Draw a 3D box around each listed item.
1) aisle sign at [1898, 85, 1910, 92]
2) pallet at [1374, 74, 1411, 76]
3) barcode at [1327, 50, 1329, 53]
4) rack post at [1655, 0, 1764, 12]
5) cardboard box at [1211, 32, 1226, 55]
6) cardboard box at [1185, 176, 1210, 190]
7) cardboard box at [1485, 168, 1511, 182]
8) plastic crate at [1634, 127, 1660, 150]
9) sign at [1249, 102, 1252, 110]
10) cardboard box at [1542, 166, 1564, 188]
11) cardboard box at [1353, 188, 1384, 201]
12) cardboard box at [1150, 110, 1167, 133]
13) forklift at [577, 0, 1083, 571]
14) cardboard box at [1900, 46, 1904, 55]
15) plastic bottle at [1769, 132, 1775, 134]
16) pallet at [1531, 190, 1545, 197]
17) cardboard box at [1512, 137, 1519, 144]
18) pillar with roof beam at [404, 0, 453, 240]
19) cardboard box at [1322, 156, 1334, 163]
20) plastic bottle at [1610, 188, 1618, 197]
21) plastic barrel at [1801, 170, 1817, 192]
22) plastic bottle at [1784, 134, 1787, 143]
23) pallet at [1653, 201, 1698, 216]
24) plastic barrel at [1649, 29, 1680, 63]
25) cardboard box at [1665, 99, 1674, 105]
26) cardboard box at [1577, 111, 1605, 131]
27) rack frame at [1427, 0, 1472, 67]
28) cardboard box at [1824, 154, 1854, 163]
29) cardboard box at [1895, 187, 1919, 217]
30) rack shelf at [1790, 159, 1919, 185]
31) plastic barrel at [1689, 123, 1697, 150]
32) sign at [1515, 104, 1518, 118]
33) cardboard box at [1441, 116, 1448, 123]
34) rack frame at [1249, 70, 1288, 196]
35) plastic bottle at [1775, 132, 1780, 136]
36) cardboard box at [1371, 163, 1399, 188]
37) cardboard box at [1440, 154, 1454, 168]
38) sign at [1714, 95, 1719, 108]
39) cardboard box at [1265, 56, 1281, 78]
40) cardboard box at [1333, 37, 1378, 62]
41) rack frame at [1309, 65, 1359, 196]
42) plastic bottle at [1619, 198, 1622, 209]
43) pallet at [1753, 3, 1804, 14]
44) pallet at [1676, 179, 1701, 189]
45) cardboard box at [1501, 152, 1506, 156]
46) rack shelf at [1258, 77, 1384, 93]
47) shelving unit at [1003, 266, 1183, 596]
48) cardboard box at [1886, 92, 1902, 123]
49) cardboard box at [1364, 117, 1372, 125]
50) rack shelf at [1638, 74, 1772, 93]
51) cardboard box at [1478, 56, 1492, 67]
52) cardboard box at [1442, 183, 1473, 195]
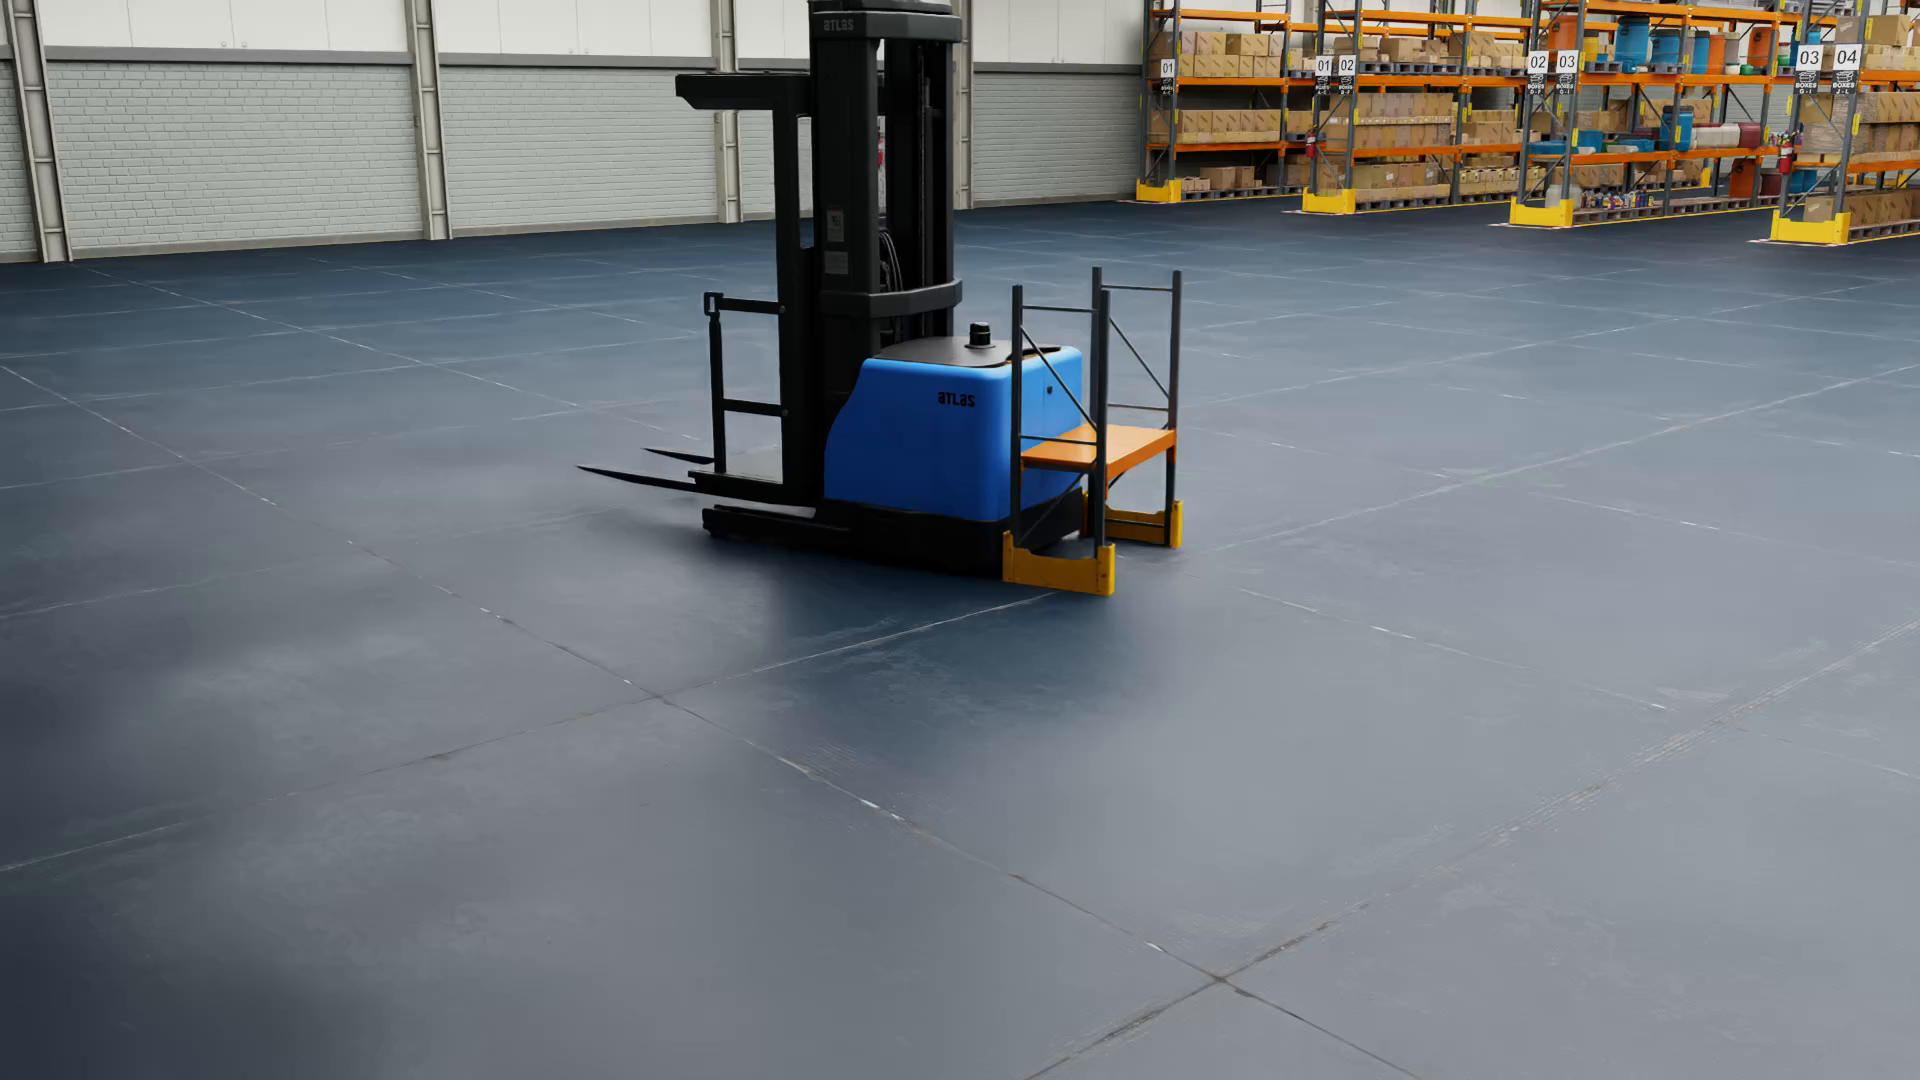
[{"bbox_3d":[23.426,-11.402,41.088,0.004,0.787,0.394,-13,19,-39],"label":"aisle sign"},{"bbox_3d":[11.092,-12.242,43.823,1.003,0.211,1.213,-12,19,-37],"label":"pallet"},{"bbox_3d":[7.771,-10.321,35.138,0.075,0.075,0.001,-13,19,-39],"label":"barcode"},{"bbox_3d":[15.556,-11.504,34.492,3.121,1.000,1.013,-13,19,-39],"label":"rack post"},{"bbox_3d":[5.847,-11.582,38.815,0.500,0.500,0.500,-12,19,-38],"label":"cardboard box"},{"bbox_3d":[5.617,-8.519,39.690,0.500,0.311,0.500,-11,18,-35],"label":"cardboard box"},{"bbox_3d":[12.512,-8.551,38.878,0.500,0.311,0.500,-12,19,-38],"label":"cardboard box"},{"bbox_3d":[14.291,-8.331,34.503,0.583,0.464,0.402,-13,19,-39],"label":"plastic crate"},{"bbox_3d":[7.256,-10.754,41.454,0.005,0.325,0.100,-13,19,-39],"label":"sign"},{"bbox_3d":[14.426,-8.827,40.476,0.500,0.500,0.500,-12,19,-37],"label":"cardboard box"},{"bbox_3d":[8.786,-7.453,35.855,0.500,0.250,0.500,-13,19,-39],"label":"cardboard box"},{"bbox_3d":[4.822,-9.830,39.039,0.500,0.500,0.500,-13,20,-40],"label":"cardboard box"},{"bbox_3d":[-0.849,-1.517,9.249,3.031,2.935,1.130,9,17,30],"label":"forklift"},{"bbox_3d":[15.881,-8.353,28.413,0.250,0.149,0.380,-13,20,-40],"label":"cardboard box"},{"bbox_3d":[18.689,-9.253,38.320,0.135,0.276,0.152,-13,19,-39],"label":"plastic bottle"},{"bbox_3d":[14.483,-8.573,40.936,1.213,0.211,1.003,-13,19,-39],"label":"pallet"},{"bbox_3d":[12.970,-9.453,39.313,0.250,0.149,0.380,-11,18,-35],"label":"cardboard box"},{"bbox_3d":[-6.187,-8.708,24.412,0.400,9.000,9.100,-13,19,-39],"label":"pillar with roof beam"},{"bbox_3d":[9.276,-9.827,42.767,0.500,0.250,0.500,-13,20,-40],"label":"cardboard box"},{"bbox_3d":[13.340,-7.007,33.951,0.185,0.351,0.144,-13,19,-39],"label":"plastic bottle"},{"bbox_3d":[19.740,-8.614,38.939,0.708,0.901,0.600,-13,19,-39],"label":"plastic barrel"},{"bbox_3d":[18.412,-8.939,37.151,0.097,0.271,0.097,0,15,0],"label":"plastic bottle"},{"bbox_3d":[14.693,-6.952,34.867,1.213,0.211,1.003,-13,19,-39],"label":"pallet"},{"bbox_3d":[14.368,-9.978,34.010,0.708,0.901,0.600,-13,19,-39],"label":"plastic barrel"},{"bbox_3d":[18.230,-11.210,43.272,0.500,0.500,0.500,-13,20,-41],"label":"cardboard box"},{"bbox_3d":[15.621,-10.419,41.435,0.700,0.500,0.500,10,18,33],"label":"cardboard box"},{"bbox_3d":[10.878,-12.022,36.819,0.127,3.000,1.000,-13,19,-39],"label":"rack frame"},{"bbox_3d":[14.732,-6.397,27.874,0.250,0.149,0.380,-13,19,-39],"label":"cardboard box"},{"bbox_3d":[17.855,-6.299,31.011,0.700,0.500,0.500,14,21,43],"label":"cardboard box"},{"bbox_3d":[15.869,-6.508,29.196,4.000,0.370,1.077,-13,19,-39],"label":"rack shelf"},{"bbox_3d":[14.992,-8.344,34.410,0.433,0.535,0.433,0,15,0],"label":"plastic barrel"},{"bbox_3d":[13.532,-10.426,40.381,0.005,0.325,0.100,-13,19,-39],"label":"sign"},{"bbox_3d":[10.625,-9.356,37.013,0.250,0.149,0.380,-13,20,-41],"label":"cardboard box"},{"bbox_3d":[7.623,-10.087,41.201,0.127,3.000,1.000,-13,19,-39],"label":"rack frame"},{"bbox_3d":[18.864,-9.293,38.467,0.135,0.276,0.152,-13,19,-39],"label":"plastic bottle"},{"bbox_3d":[9.156,-7.902,36.083,0.500,0.500,0.500,-13,19,-39],"label":"cardboard box"},{"bbox_3d":[13.253,-10.471,45.991,0.750,0.750,0.750,-12,19,-39],"label":"cardboard box"},{"bbox_3d":[20.280,-11.757,44.597,0.005,0.325,0.100,-13,19,-39],"label":"sign"},{"bbox_3d":[7.403,-11.460,40.297,0.500,0.500,0.500,-12,19,-38],"label":"cardboard box"},{"bbox_3d":[8.297,-10.312,34.945,0.637,0.503,0.797,-11,18,-36],"label":"cardboard box"},{"bbox_3d":[7.860,-8.446,35.057,0.127,3.000,1.000,-13,19,-39],"label":"rack frame"},{"bbox_3d":[13.090,-6.680,33.015,0.097,0.201,0.097,0,15,0],"label":"plastic bottle"},{"bbox_3d":[17.708,-11.566,36.255,1.003,0.211,1.213,-13,19,-39],"label":"pallet"},{"bbox_3d":[19.272,-9.661,45.009,1.213,0.211,1.003,-13,19,-39],"label":"pallet"},{"bbox_3d":[15.606,-11.222,48.225,0.250,0.149,0.380,-12,19,-39],"label":"cardboard box"},{"bbox_3d":[9.132,-11.528,42.176,4.000,0.370,1.077,-13,19,-39],"label":"rack shelf"},{"bbox_3d":[0.716,-0.605,8.607,0.587,1.500,1.083,7,17,26],"label":"shelving unit"},{"bbox_3d":[15.712,-7.400,28.434,0.500,0.500,0.500,-13,19,-39],"label":"cardboard box"},{"bbox_3d":[8.495,-8.877,35.221,0.250,0.149,0.380,-13,20,-41],"label":"cardboard box"},{"bbox_3d":[15.635,-9.599,34.955,4.000,0.370,1.077,-13,19,-39],"label":"rack shelf"},{"bbox_3d":[11.761,-10.899,37.906,0.500,0.250,0.500,14,20,42],"label":"cardboard box"},{"bbox_3d":[11.345,-8.018,37.969,0.500,0.250,0.500,-13,20,-41],"label":"cardboard box"}]
